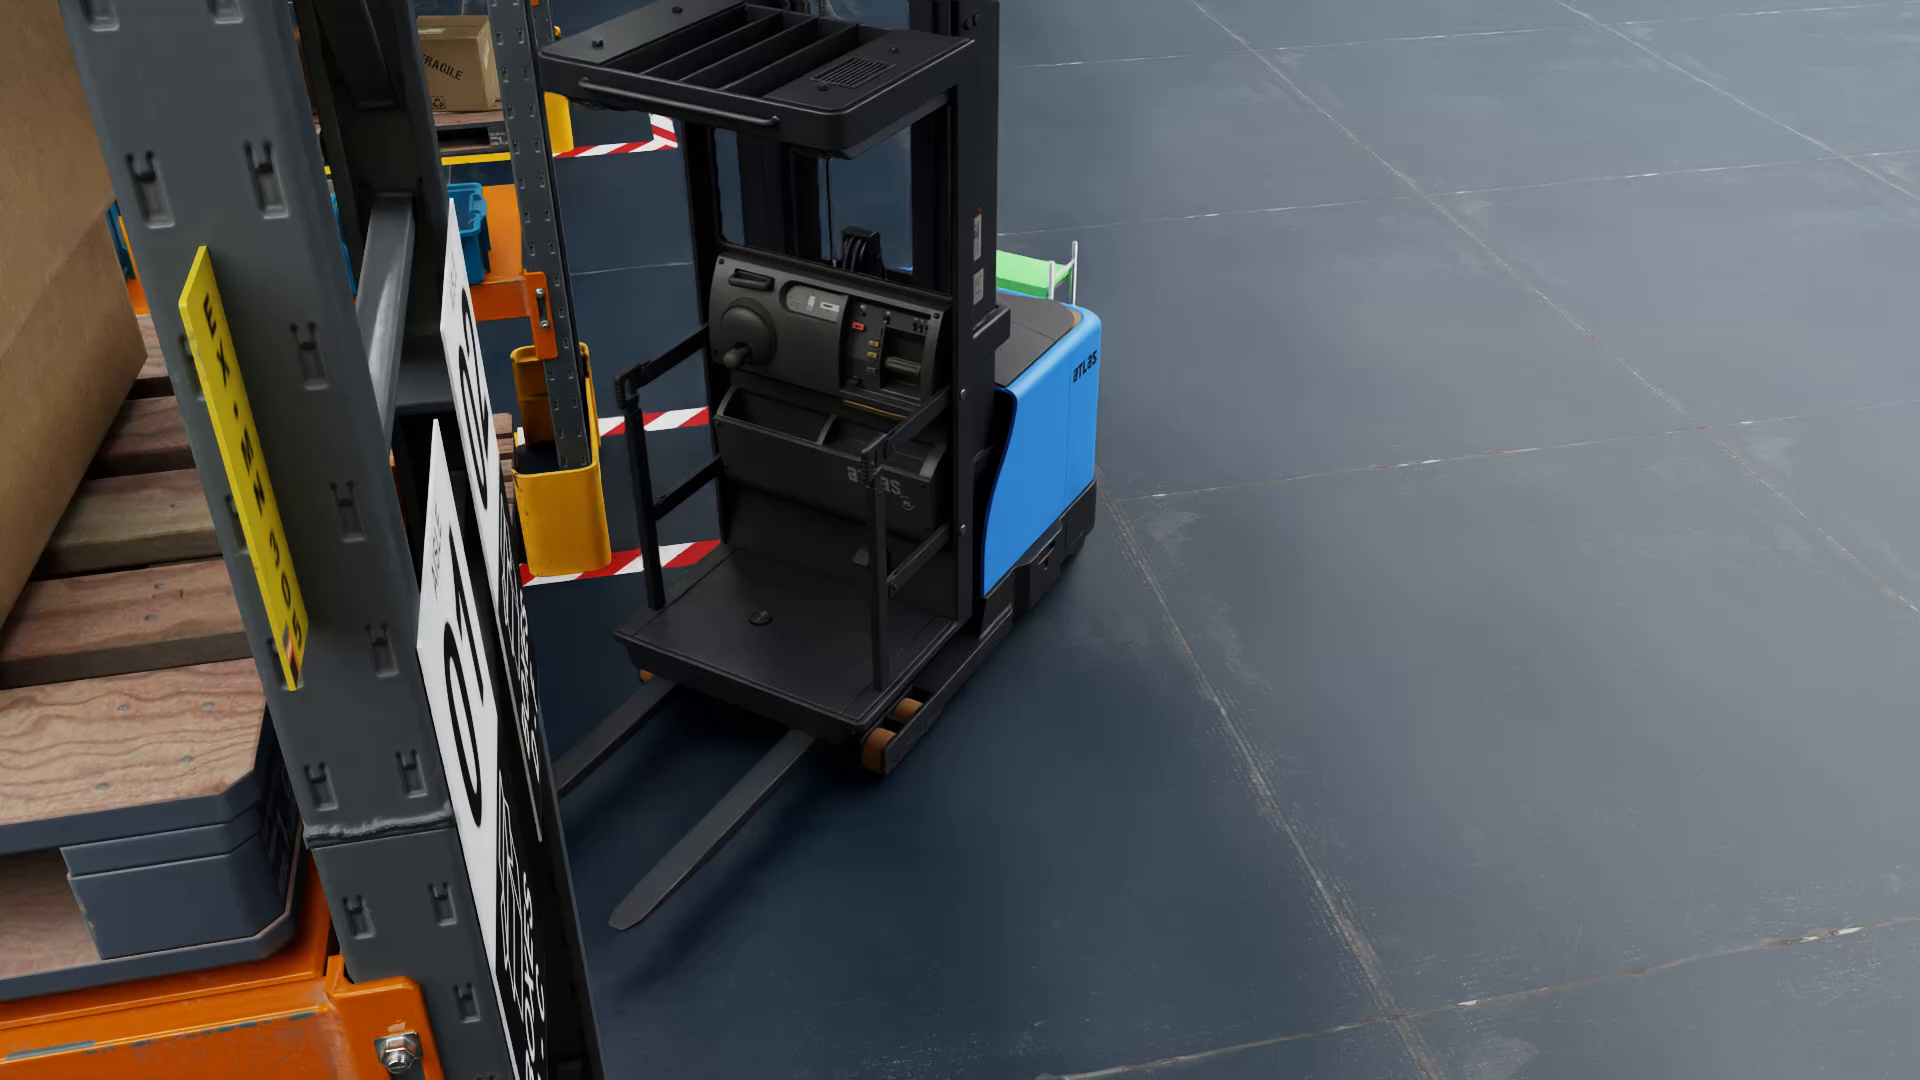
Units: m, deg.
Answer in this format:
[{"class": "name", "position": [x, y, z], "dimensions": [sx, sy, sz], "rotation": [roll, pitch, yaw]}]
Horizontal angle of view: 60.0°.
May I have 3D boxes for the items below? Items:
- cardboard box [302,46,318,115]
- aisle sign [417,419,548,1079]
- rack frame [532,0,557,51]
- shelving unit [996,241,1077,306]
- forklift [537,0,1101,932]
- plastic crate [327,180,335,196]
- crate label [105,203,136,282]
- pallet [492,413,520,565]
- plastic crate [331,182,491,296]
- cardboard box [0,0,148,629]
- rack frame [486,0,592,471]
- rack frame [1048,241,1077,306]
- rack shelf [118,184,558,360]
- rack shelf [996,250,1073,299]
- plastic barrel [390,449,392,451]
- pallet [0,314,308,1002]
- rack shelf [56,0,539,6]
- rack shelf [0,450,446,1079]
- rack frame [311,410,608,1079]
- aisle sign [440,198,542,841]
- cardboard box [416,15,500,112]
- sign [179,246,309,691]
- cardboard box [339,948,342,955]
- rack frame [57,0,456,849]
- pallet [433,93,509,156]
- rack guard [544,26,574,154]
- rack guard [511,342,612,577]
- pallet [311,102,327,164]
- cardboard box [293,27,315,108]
[{"class": "cardboard box", "position": [-3.992, -3.123, 11.079], "dimensions": [0.500, 0.500, 0.500], "rotation": [1, 34, 2]}, {"class": "aisle sign", "position": [-0.494, 0.310, 1.763], "dimensions": [0.004, 0.787, 0.394], "rotation": [-7, 35, -11]}, {"class": "rack frame", "position": [-2.804, -4.146, 10.737], "dimensions": [0.127, 3.000, 1.000], "rotation": [-7, 35, -11]}, {"class": "shelving unit", "position": [0.214, -0.758, 7.303], "dimensions": [0.503, 1.200, 0.258], "rotation": [17, 37, 24]}, {"class": "forklift", "position": [-0.576, -0.664, 5.610], "dimensions": [1.130, 2.935, 3.031], "rotation": [17, 38, 24]}, {"class": "plastic crate", "position": [-2.655, -1.410, 6.896], "dimensions": [0.250, 0.136, 0.298], "rotation": [-7, 35, -11]}, {"class": "crate label", "position": [-3.447, -1.096, 6.160], "dimensions": [0.616, 0.435, 0.502], "rotation": [-7, 35, -11]}, {"class": "pallet", "position": [-2.569, -0.165, 7.306], "dimensions": [1.213, 0.211, 1.003], "rotation": [-7, 35, -11]}, {"class": "plastic crate", "position": [-2.134, -1.169, 6.433], "dimensions": [0.616, 0.251, 0.499], "rotation": [-7, 35, -11]}, {"class": "cardboard box", "position": [-1.184, -0.215, 1.591], "dimensions": [0.637, 0.503, 0.797], "rotation": [-5, 34, -7]}, {"class": "rack frame", "position": [-1.712, -1.455, 6.726], "dimensions": [0.127, 3.000, 1.000], "rotation": [-7, 35, -11]}, {"class": "rack frame", "position": [0.428, -0.693, 7.206], "dimensions": [0.015, 1.200, 0.240], "rotation": [17, 37, 24]}, {"class": "rack shelf", "position": [-3.662, -0.910, 6.560], "dimensions": [4.000, 0.370, 1.077], "rotation": [-7, 35, -11]}, {"class": "rack shelf", "position": [0.214, -1.104, 7.071], "dimensions": [0.480, 0.148, 0.258], "rotation": [17, 37, 24]}, {"class": "plastic barrel", "position": [-2.337, -0.473, 7.119], "dimensions": [0.421, 0.512, 0.421], "rotation": [0, 34, 0]}, {"class": "pallet", "position": [-1.318, 0.102, 1.793], "dimensions": [1.213, 0.211, 1.003], "rotation": [-7, 35, -11]}, {"class": "rack shelf", "position": [-4.755, -3.602, 10.571], "dimensions": [4.000, 0.370, 1.077], "rotation": [-7, 35, -11]}, {"class": "rack shelf", "position": [-2.573, 0.537, 1.711], "dimensions": [4.000, 0.370, 1.077], "rotation": [-7, 35, -11]}, {"class": "rack frame", "position": [-0.622, 1.238, 2.713], "dimensions": [0.127, 3.000, 1.000], "rotation": [-7, 35, -11]}, {"class": "aisle sign", "position": [-0.626, -0.016, 2.249], "dimensions": [0.004, 0.787, 0.394], "rotation": [-7, 35, -11]}, {"class": "cardboard box", "position": [-3.417, -3.215, 11.216], "dimensions": [0.500, 0.500, 0.500], "rotation": [-1, 34, -2]}, {"class": "sign", "position": [-0.516, -0.046, 1.211], "dimensions": [0.005, 0.325, 0.100], "rotation": [-7, 35, -11]}, {"class": "cardboard box", "position": [-1.132, 0.715, 2.239], "dimensions": [0.500, 0.500, 0.700], "rotation": [-7, 35, -10]}, {"class": "rack frame", "position": [-0.622, -1.253, 1.042], "dimensions": [0.127, 3.000, 1.000], "rotation": [-7, 35, -11]}, {"class": "pallet", "position": [-3.679, -2.899, 11.380], "dimensions": [1.213, 0.211, 1.003], "rotation": [-7, 35, -11]}, {"class": "rack guard", "position": [-2.878, -3.099, 11.420], "dimensions": [0.348, 0.500, 1.175], "rotation": [-7, 35, -11]}, {"class": "rack guard", "position": [-1.775, -0.382, 7.370], "dimensions": [0.348, 0.500, 1.175], "rotation": [-7, 35, -11]}, {"class": "pallet", "position": [-4.866, -2.751, 11.159], "dimensions": [1.213, 0.211, 1.003], "rotation": [-7, 35, -11]}, {"class": "cardboard box", "position": [-4.607, -3.056, 10.979], "dimensions": [0.500, 0.500, 0.500], "rotation": [-4, 34, -6]}]
